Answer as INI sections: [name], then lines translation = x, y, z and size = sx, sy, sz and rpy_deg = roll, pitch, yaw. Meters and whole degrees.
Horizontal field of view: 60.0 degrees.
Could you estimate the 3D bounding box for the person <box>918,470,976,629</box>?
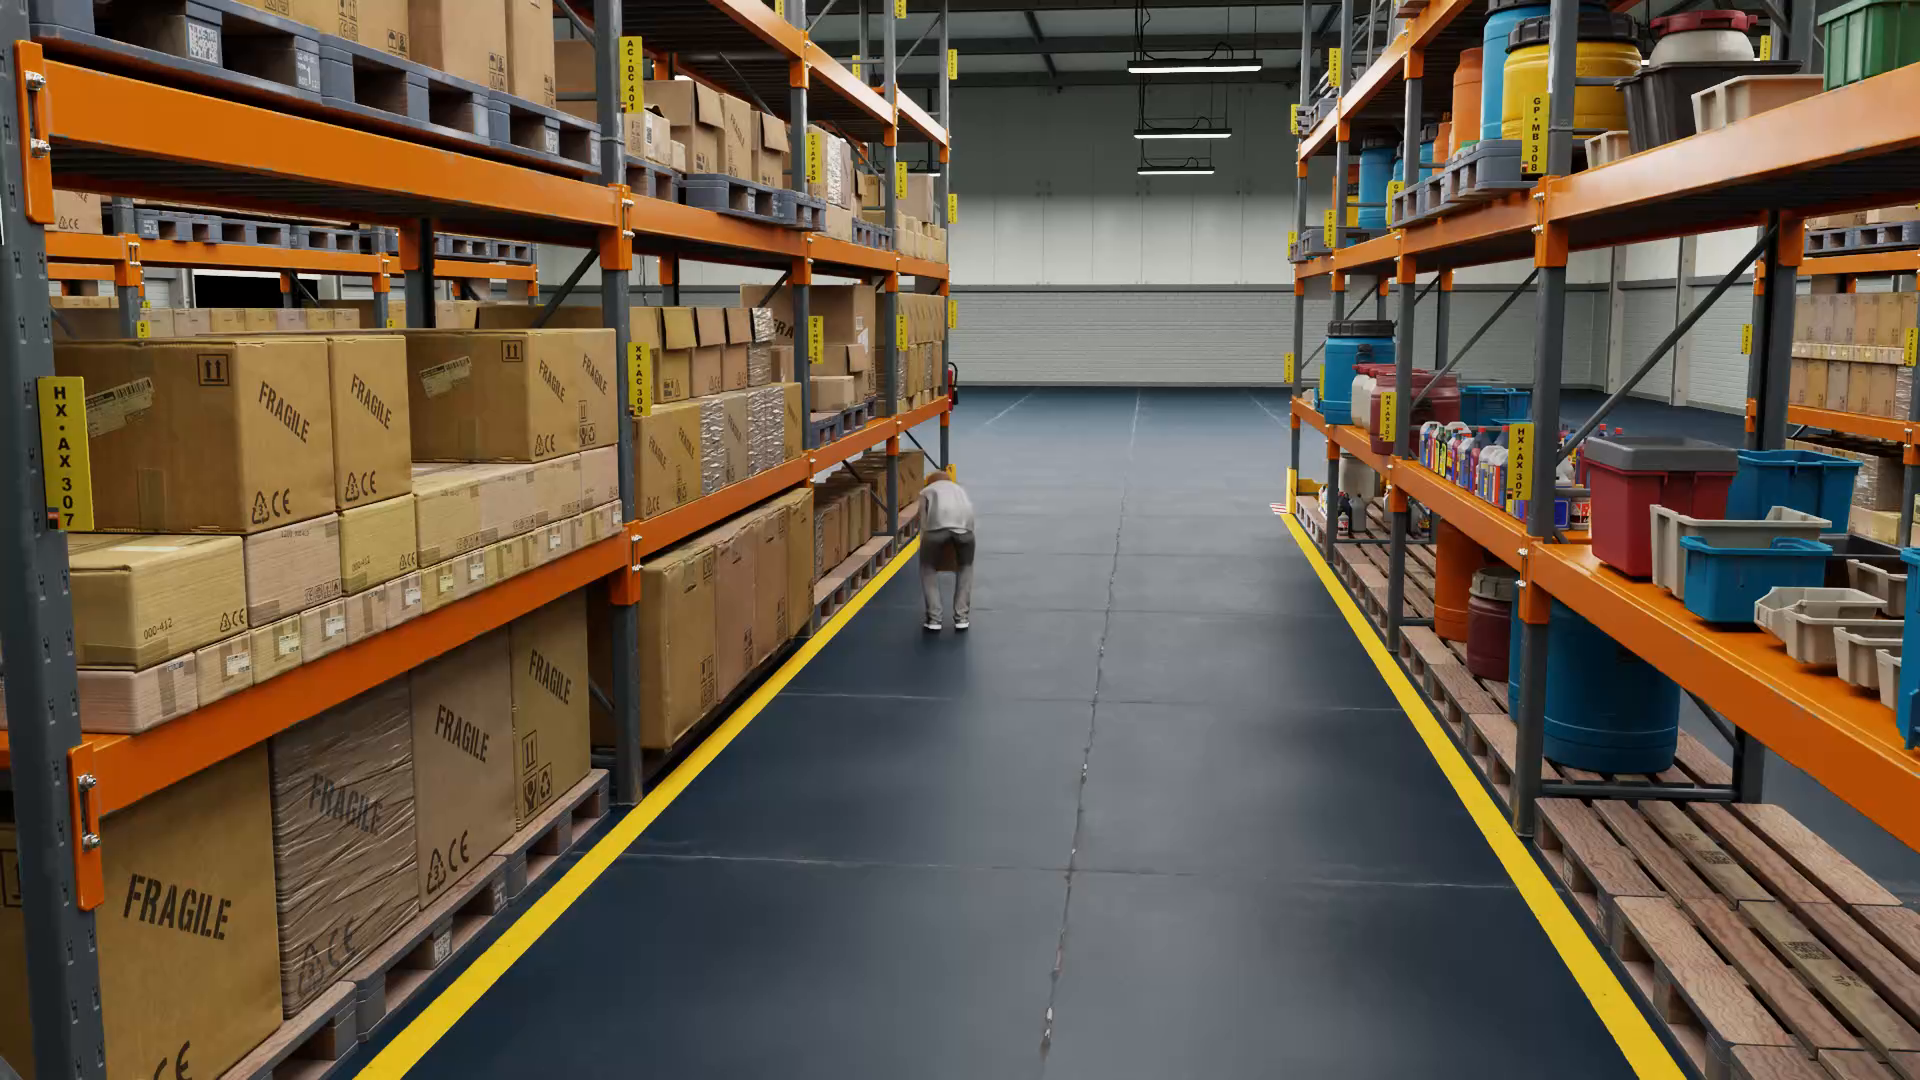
[person]
translation = -0.107, 0.075, 12.139
size = 0.402, 1.098, 0.845
rpy_deg = -1, 8, -7
